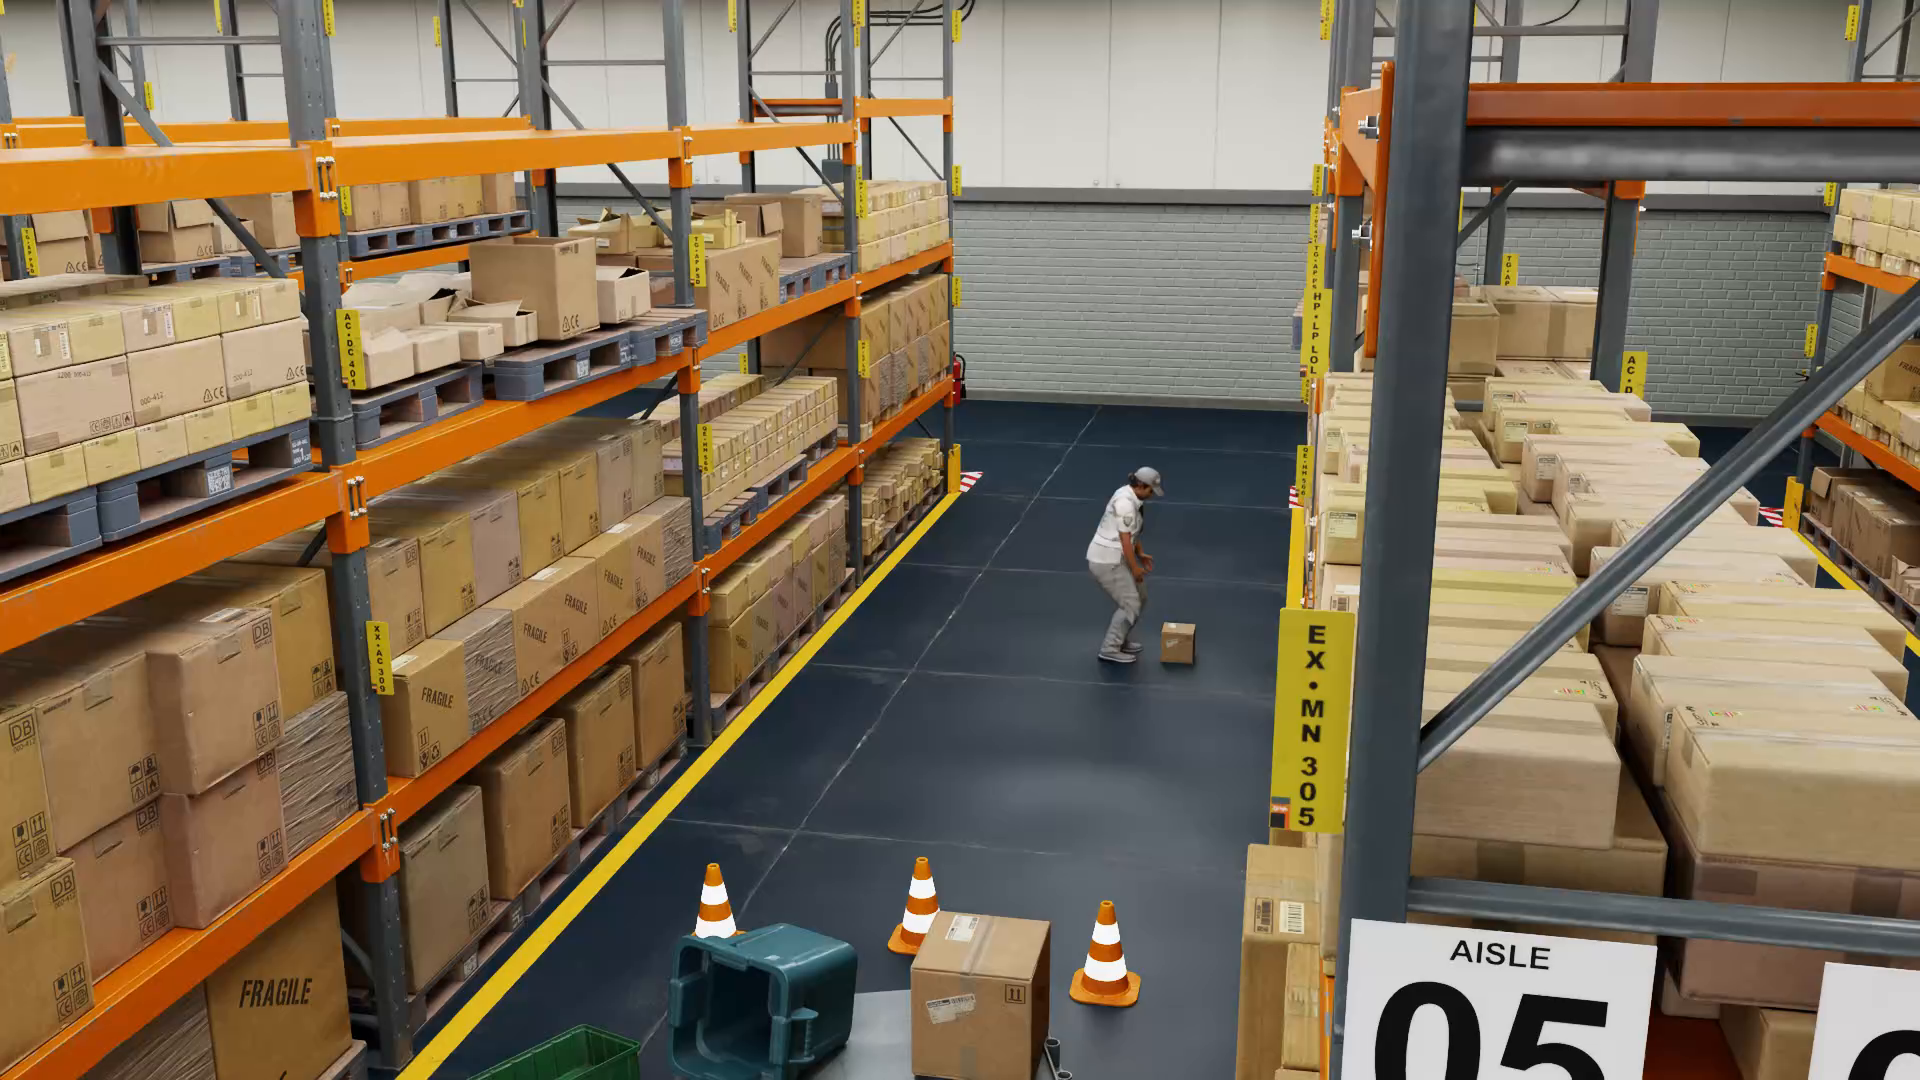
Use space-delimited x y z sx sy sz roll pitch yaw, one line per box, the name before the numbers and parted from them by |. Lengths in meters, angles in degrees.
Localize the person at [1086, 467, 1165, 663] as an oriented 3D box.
person | 1.300 0.172 13.128 0.591 1.541 0.519 3 15 12
